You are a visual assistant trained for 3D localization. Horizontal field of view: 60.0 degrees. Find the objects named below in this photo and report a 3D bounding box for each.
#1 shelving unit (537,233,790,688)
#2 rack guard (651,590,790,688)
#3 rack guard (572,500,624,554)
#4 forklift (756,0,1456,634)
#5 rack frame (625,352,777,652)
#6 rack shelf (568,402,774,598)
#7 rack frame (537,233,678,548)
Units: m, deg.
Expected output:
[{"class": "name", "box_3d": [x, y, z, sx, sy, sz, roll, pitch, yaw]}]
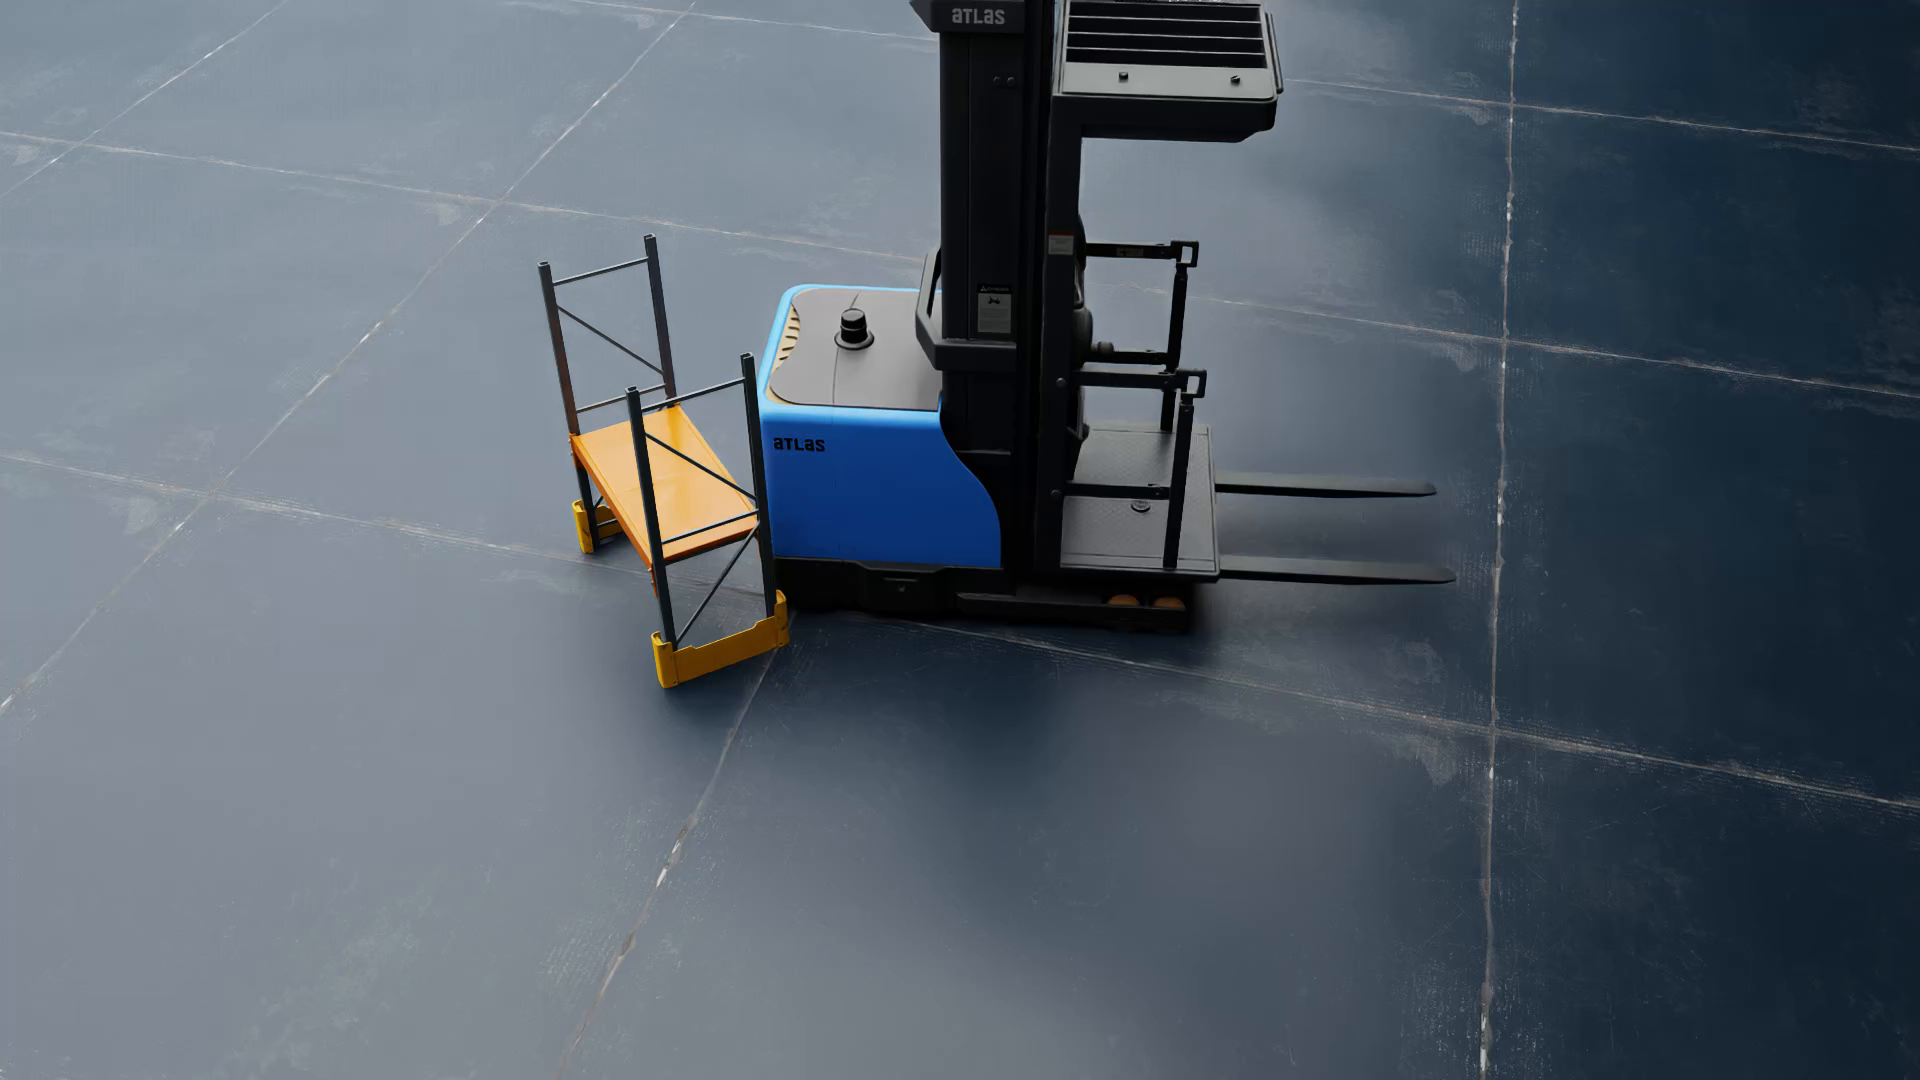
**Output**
[{"class": "shelving unit", "box_3d": [-1.251, -0.340, 6.988, 0.587, 1.500, 1.083, -20, 44, -22]}, {"class": "rack guard", "box_3d": [-1.009, 0.419, 7.057, 0.587, 0.250, 0.087, -20, 44, -22]}, {"class": "rack guard", "box_3d": [-1.492, -0.141, 7.724, 0.587, 0.250, 0.087, -20, 44, -22]}, {"class": "forklift", "box_3d": [0.666, -1.070, 6.745, 3.031, 2.935, 1.130, 3, 40, 4]}, {"class": "rack frame", "box_3d": [-1.000, -0.049, 6.642, 0.500, 1.500, 0.032, -20, 44, -22]}, {"class": "rack shelf", "box_3d": [-1.246, -0.197, 7.098, 0.538, 0.185, 1.000, -20, 44, -22]}, {"class": "rack frame", "box_3d": [-1.493, -0.620, 7.323, 0.500, 1.500, 0.032, -20, 44, -22]}]
